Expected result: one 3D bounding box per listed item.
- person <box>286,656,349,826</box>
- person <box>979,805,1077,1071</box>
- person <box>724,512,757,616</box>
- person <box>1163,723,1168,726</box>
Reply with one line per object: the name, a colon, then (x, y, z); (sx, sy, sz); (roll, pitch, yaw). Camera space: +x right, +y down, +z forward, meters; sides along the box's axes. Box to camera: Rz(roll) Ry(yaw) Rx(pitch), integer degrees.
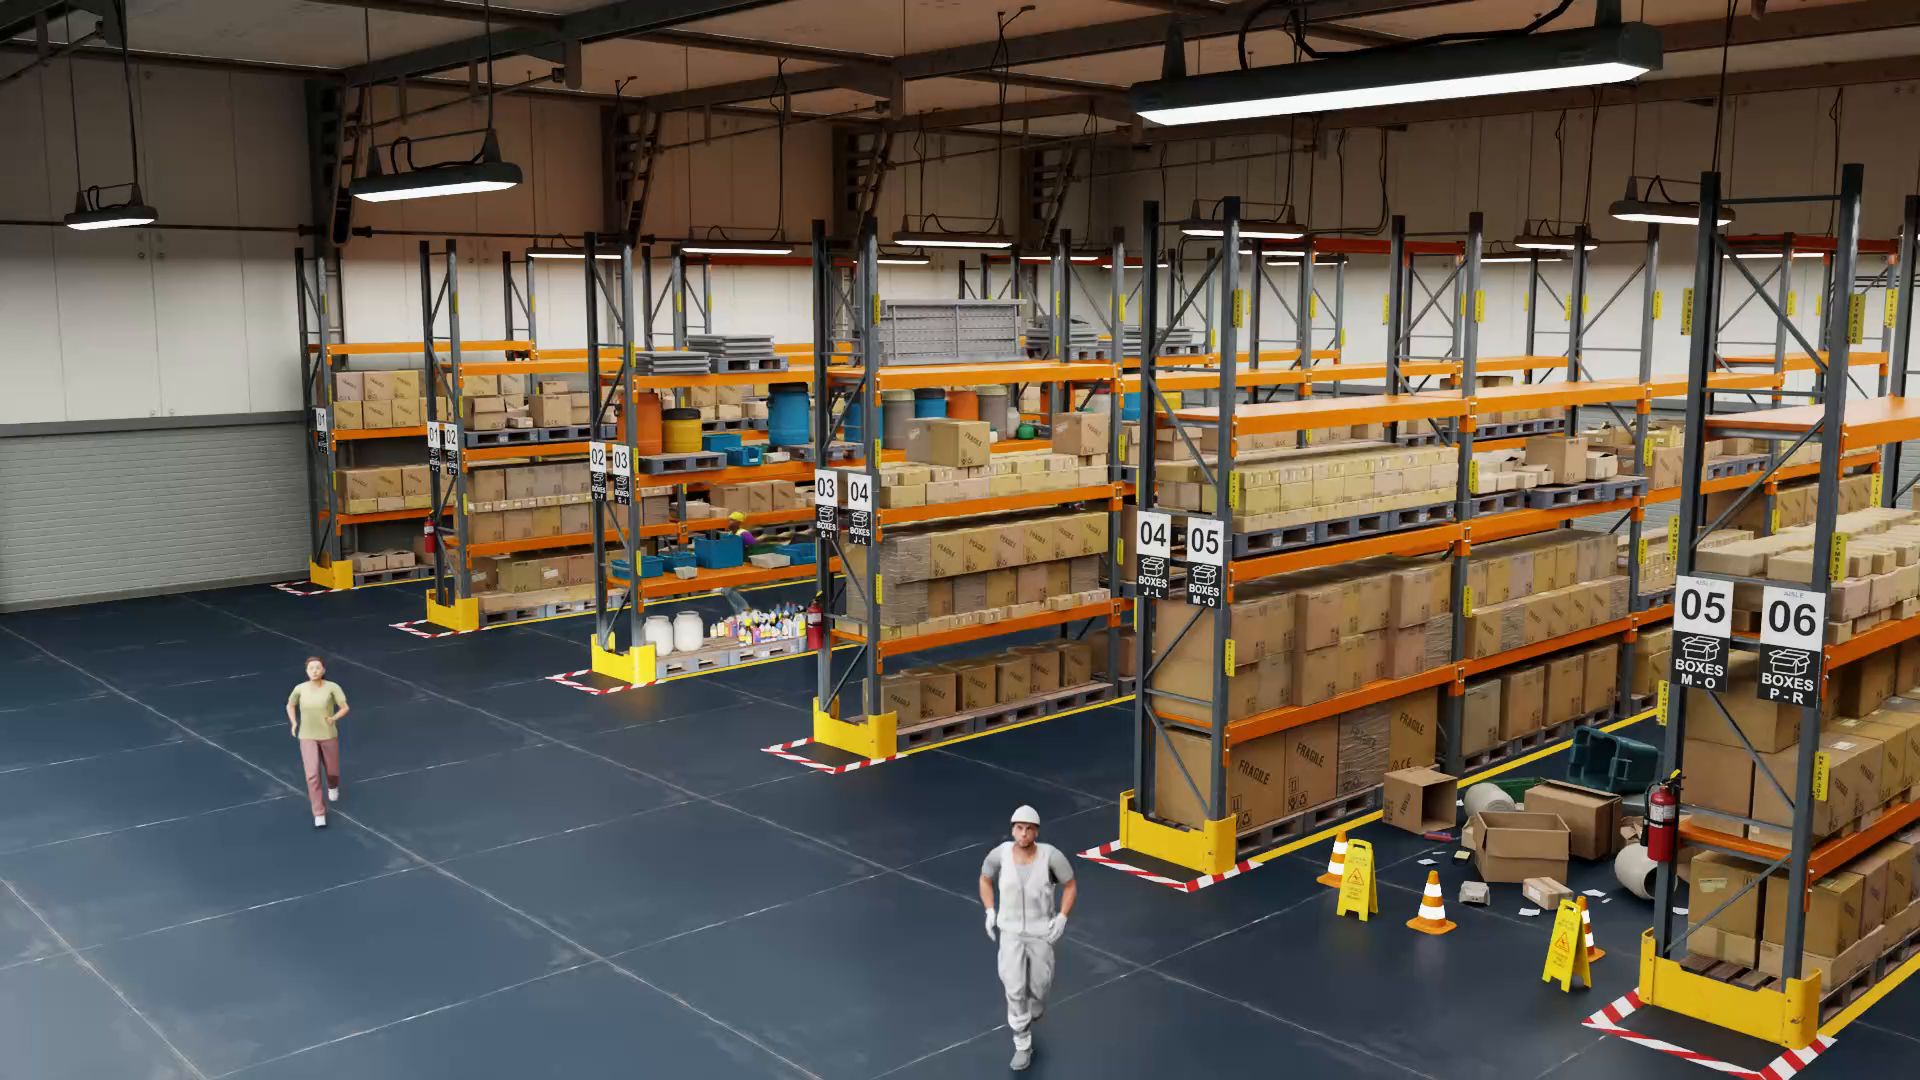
person: (-6.356, 1.958, 16.480); (0.589, 1.624, 0.802); (-3, 9, -17)
person: (0.459, 2.652, 11.402); (0.678, 1.760, 0.767); (1, 8, 6)
person: (-3.499, 0.435, 25.648); (0.524, 1.728, 0.708); (-7, 11, -40)
person: (2.344, 1.714, 18.376); (0.565, 1.554, 0.689); (7, 11, 38)
